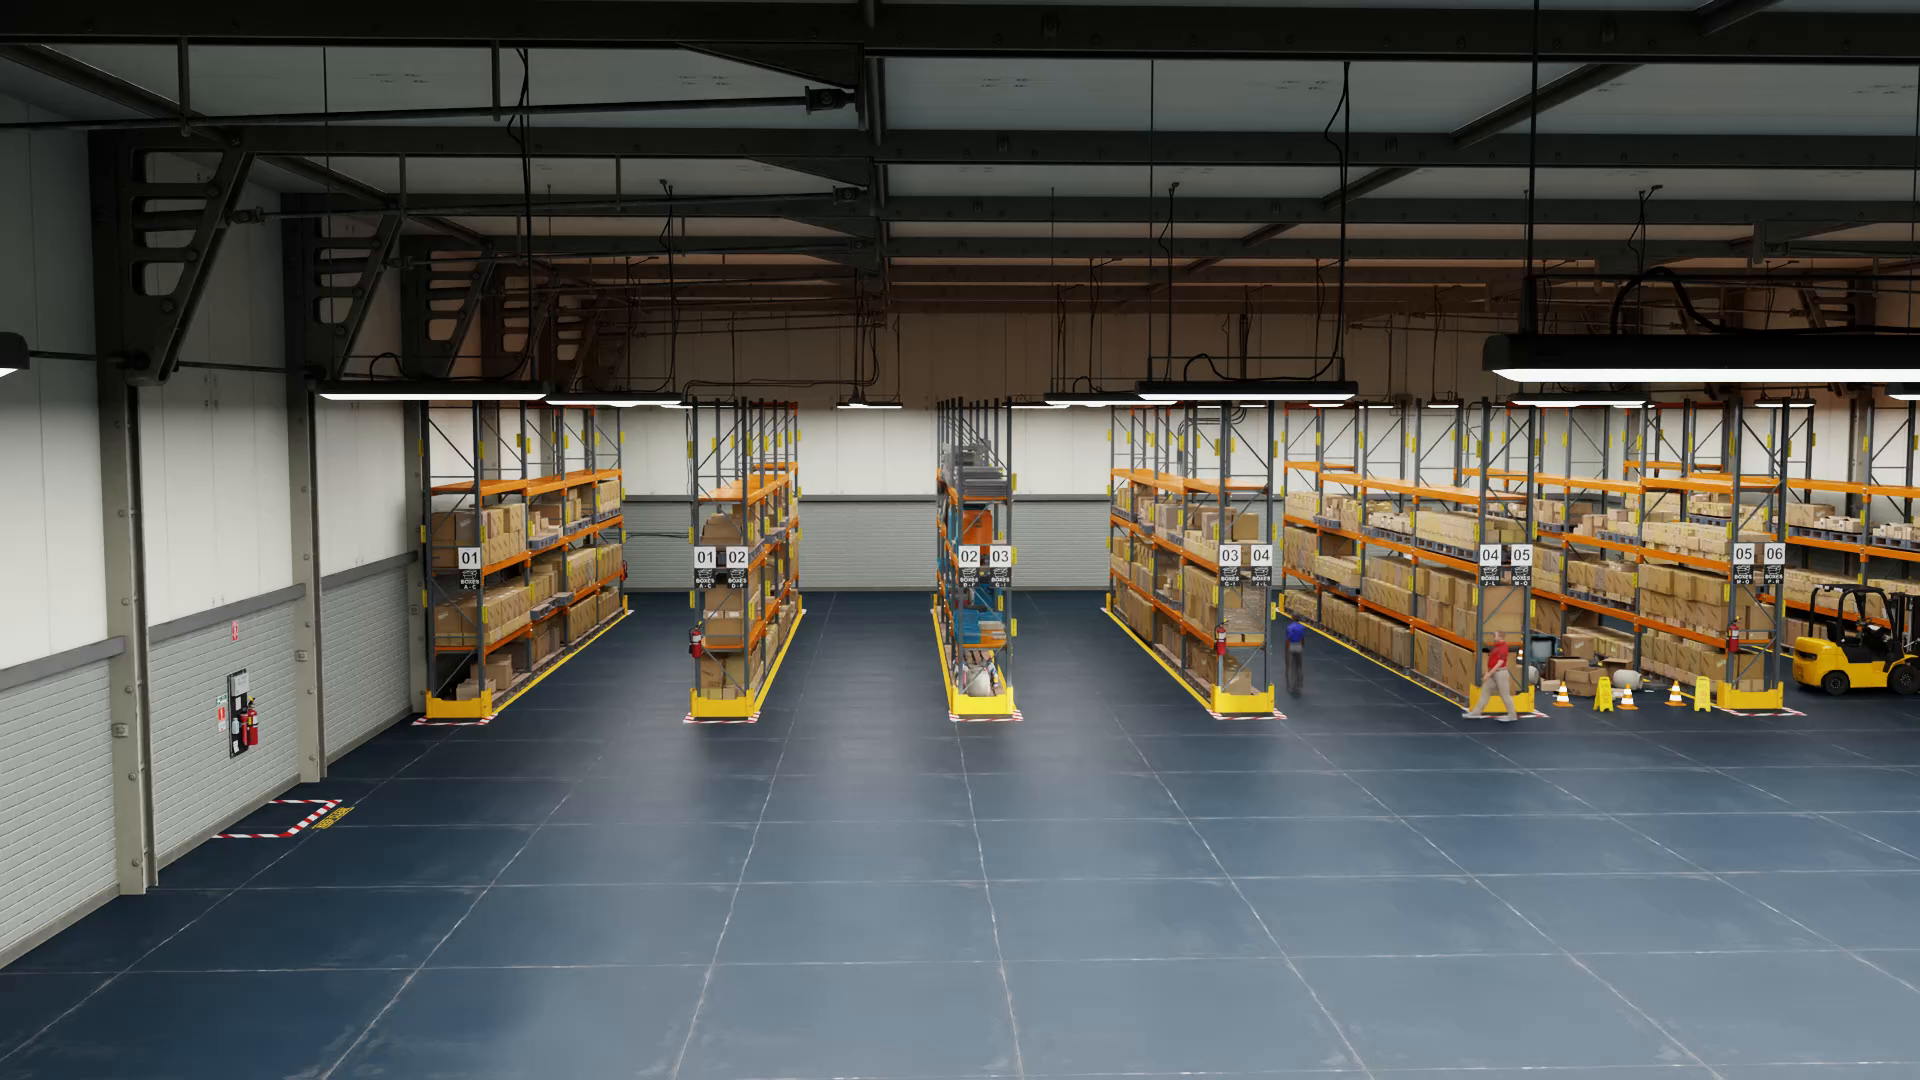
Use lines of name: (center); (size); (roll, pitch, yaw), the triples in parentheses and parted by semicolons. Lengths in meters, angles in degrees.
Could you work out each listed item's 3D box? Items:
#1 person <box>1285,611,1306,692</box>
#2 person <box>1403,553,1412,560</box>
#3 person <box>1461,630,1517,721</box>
person: (6.873, 2.268, 34.127); (0.415, 1.645, 0.548); (0, 4, 2)
person: (13.709, 0.926, 50.835); (1.002, 1.741, 0.611); (-1, 5, -12)
person: (9.786, 2.496, 30.624); (0.924, 1.691, 0.580); (0, 4, -6)
